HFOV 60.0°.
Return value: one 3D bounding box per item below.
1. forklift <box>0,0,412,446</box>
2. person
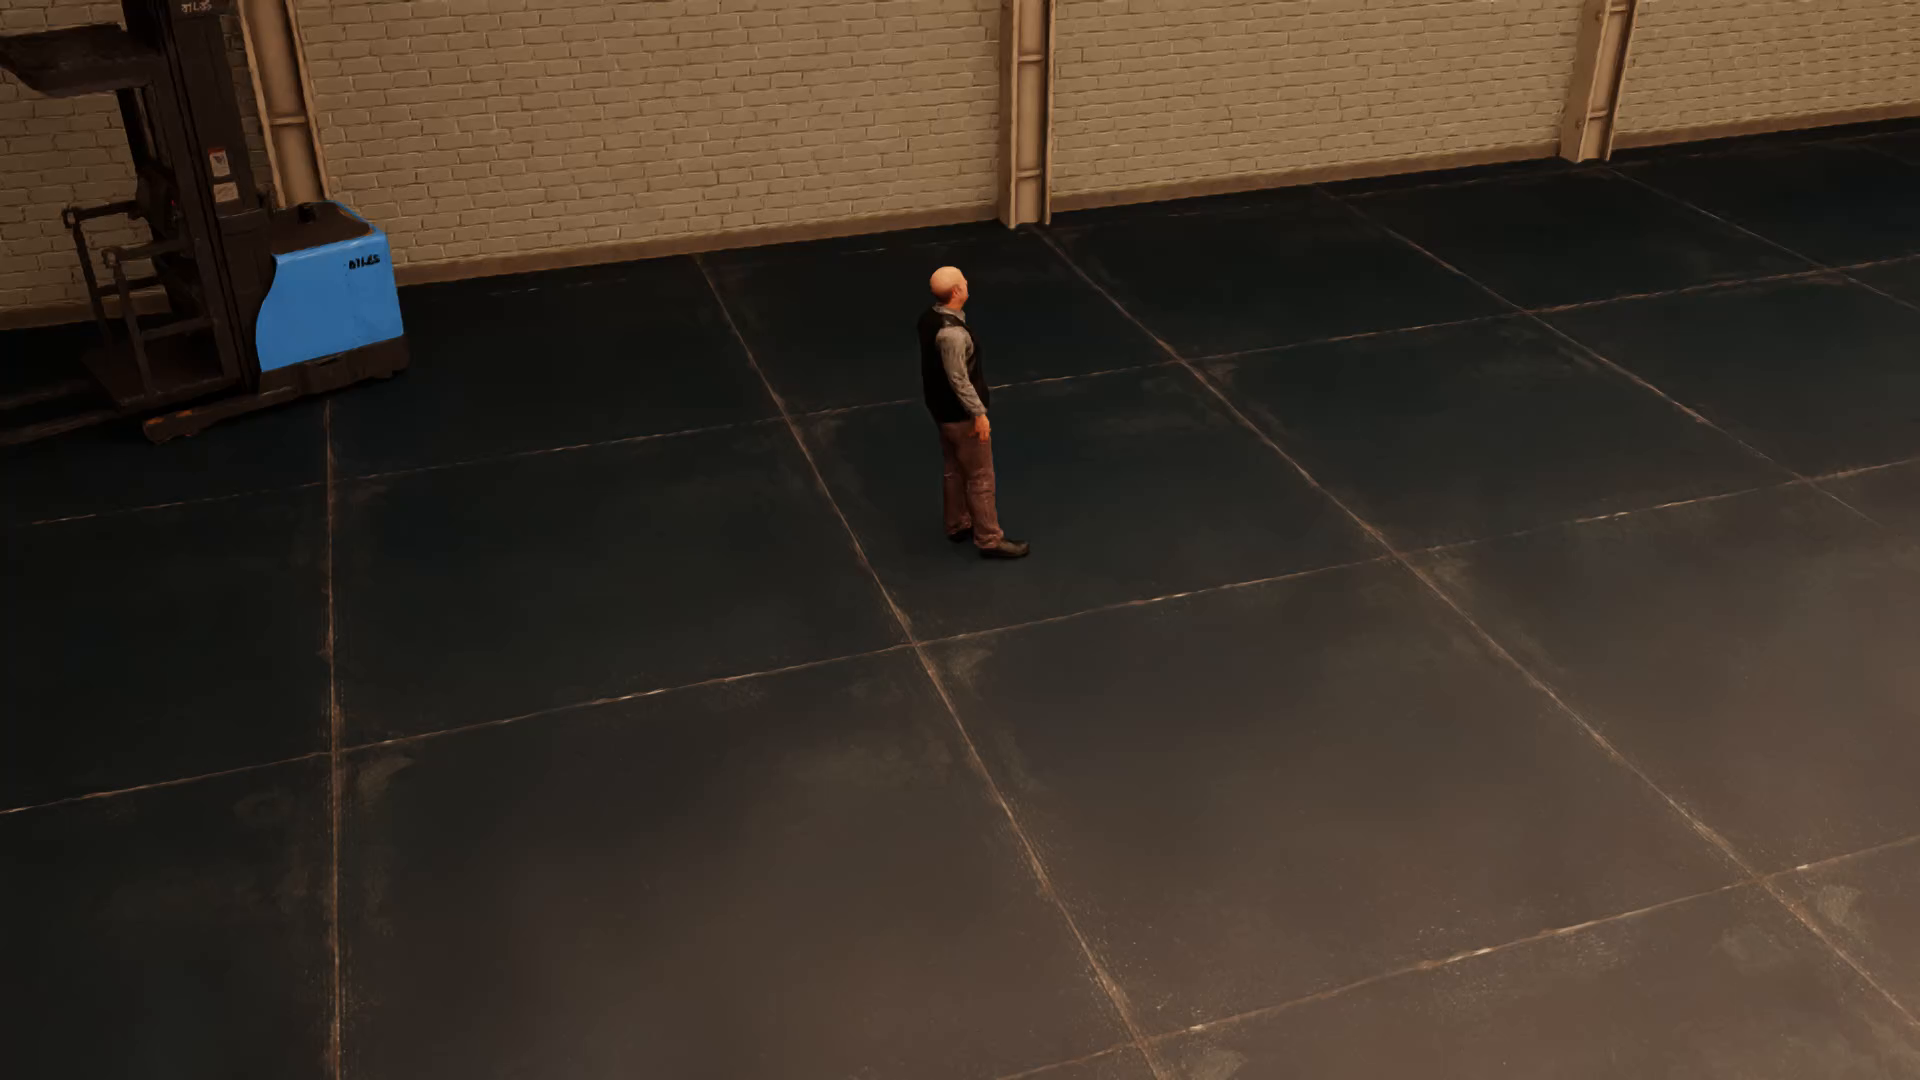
[{"bbox_3d":[-5.462,-2.213,10.933,3.031,2.935,1.130,-22,36,-33],"label":"forklift"},{"bbox_3d":[0.069,-0.729,9.624,0.551,1.648,0.632,-10,31,-16],"label":"person"}]
